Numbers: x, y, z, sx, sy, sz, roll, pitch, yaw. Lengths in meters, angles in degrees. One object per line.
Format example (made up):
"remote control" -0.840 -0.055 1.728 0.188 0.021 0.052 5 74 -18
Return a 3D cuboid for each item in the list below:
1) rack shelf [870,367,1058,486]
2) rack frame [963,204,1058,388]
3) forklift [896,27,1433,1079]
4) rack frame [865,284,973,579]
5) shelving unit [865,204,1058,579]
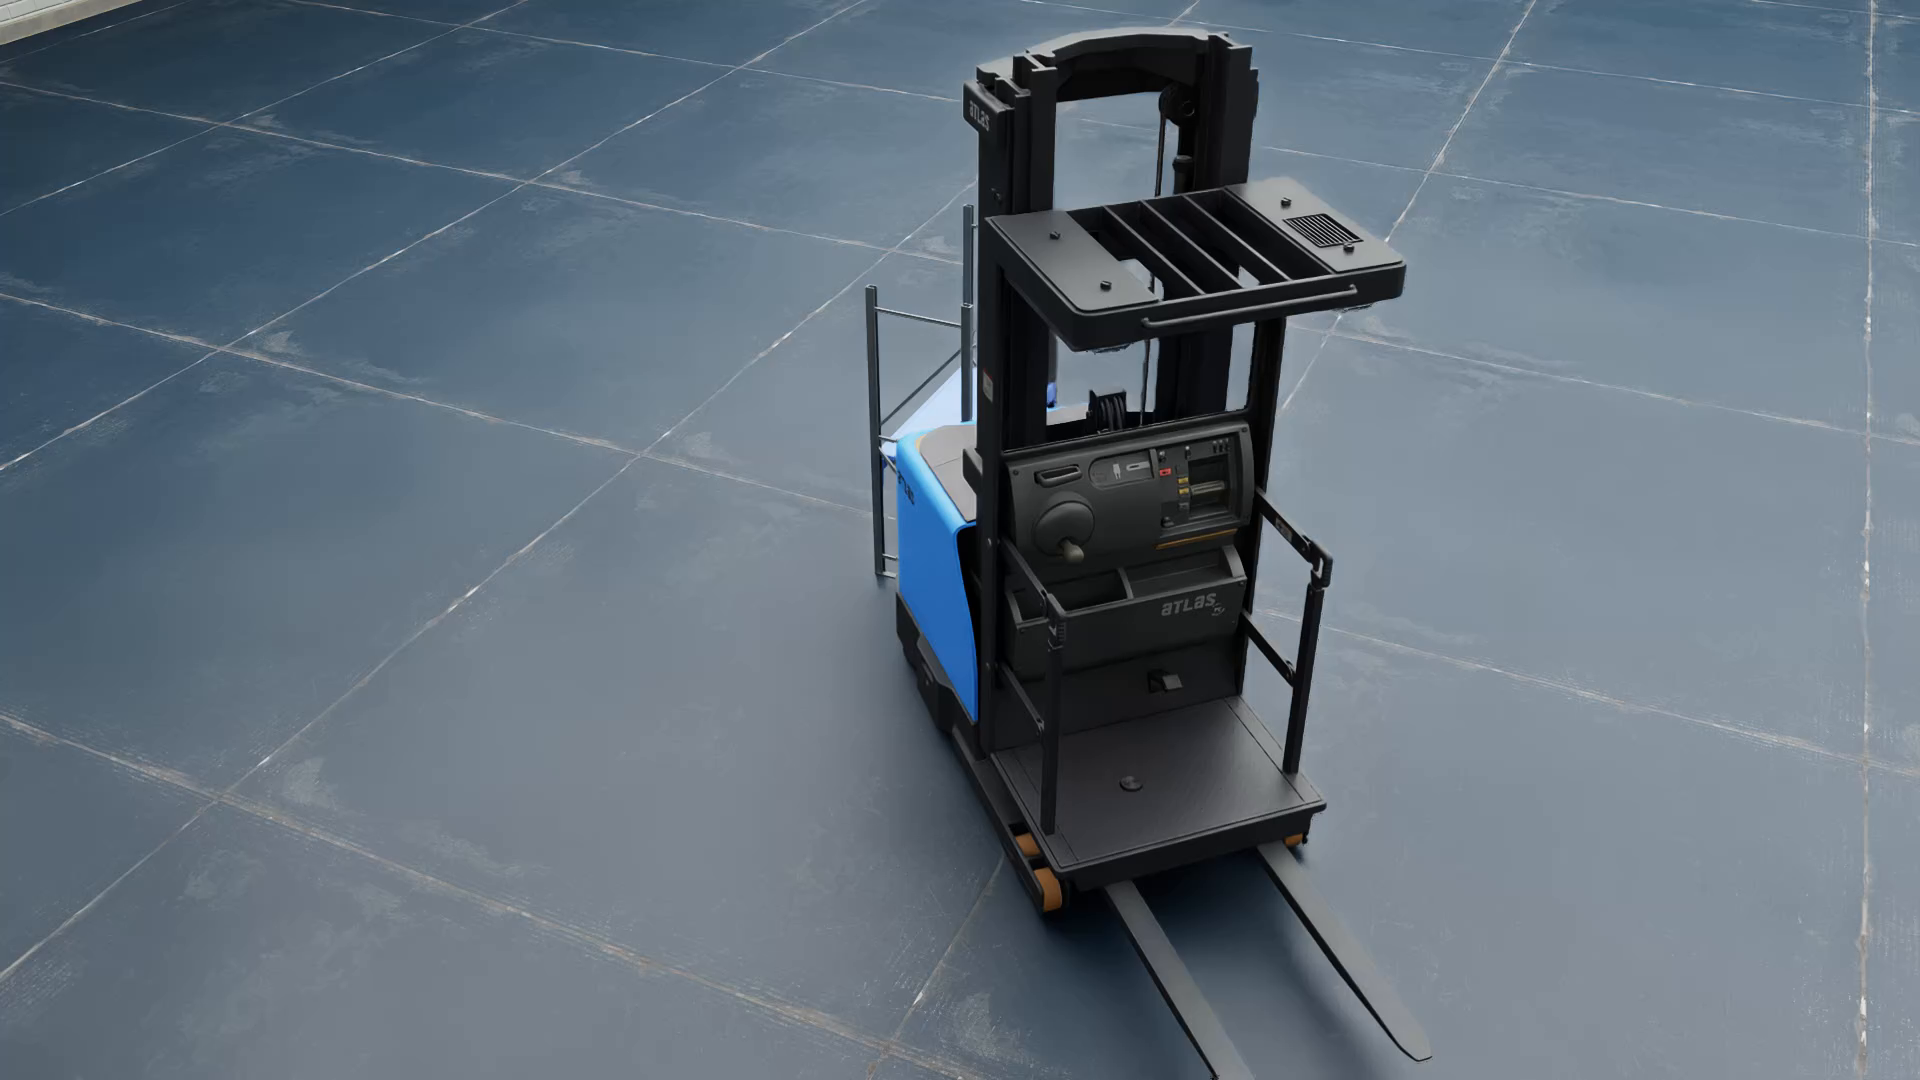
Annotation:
"rack shelf" 0.036 -0.519 8.002 0.538 0.185 1.000 14 36 20
"rack frame" 0.248 -0.923 8.290 0.500 1.500 0.032 14 36 20
"forklift" 0.690 -0.106 5.739 1.130 2.935 3.031 -11 35 -16
"rack frame" -0.177 -0.417 7.517 0.500 1.500 0.032 14 36 20
"shelving unit" 0.036 -0.670 7.904 0.538 1.500 1.048 14 36 20
